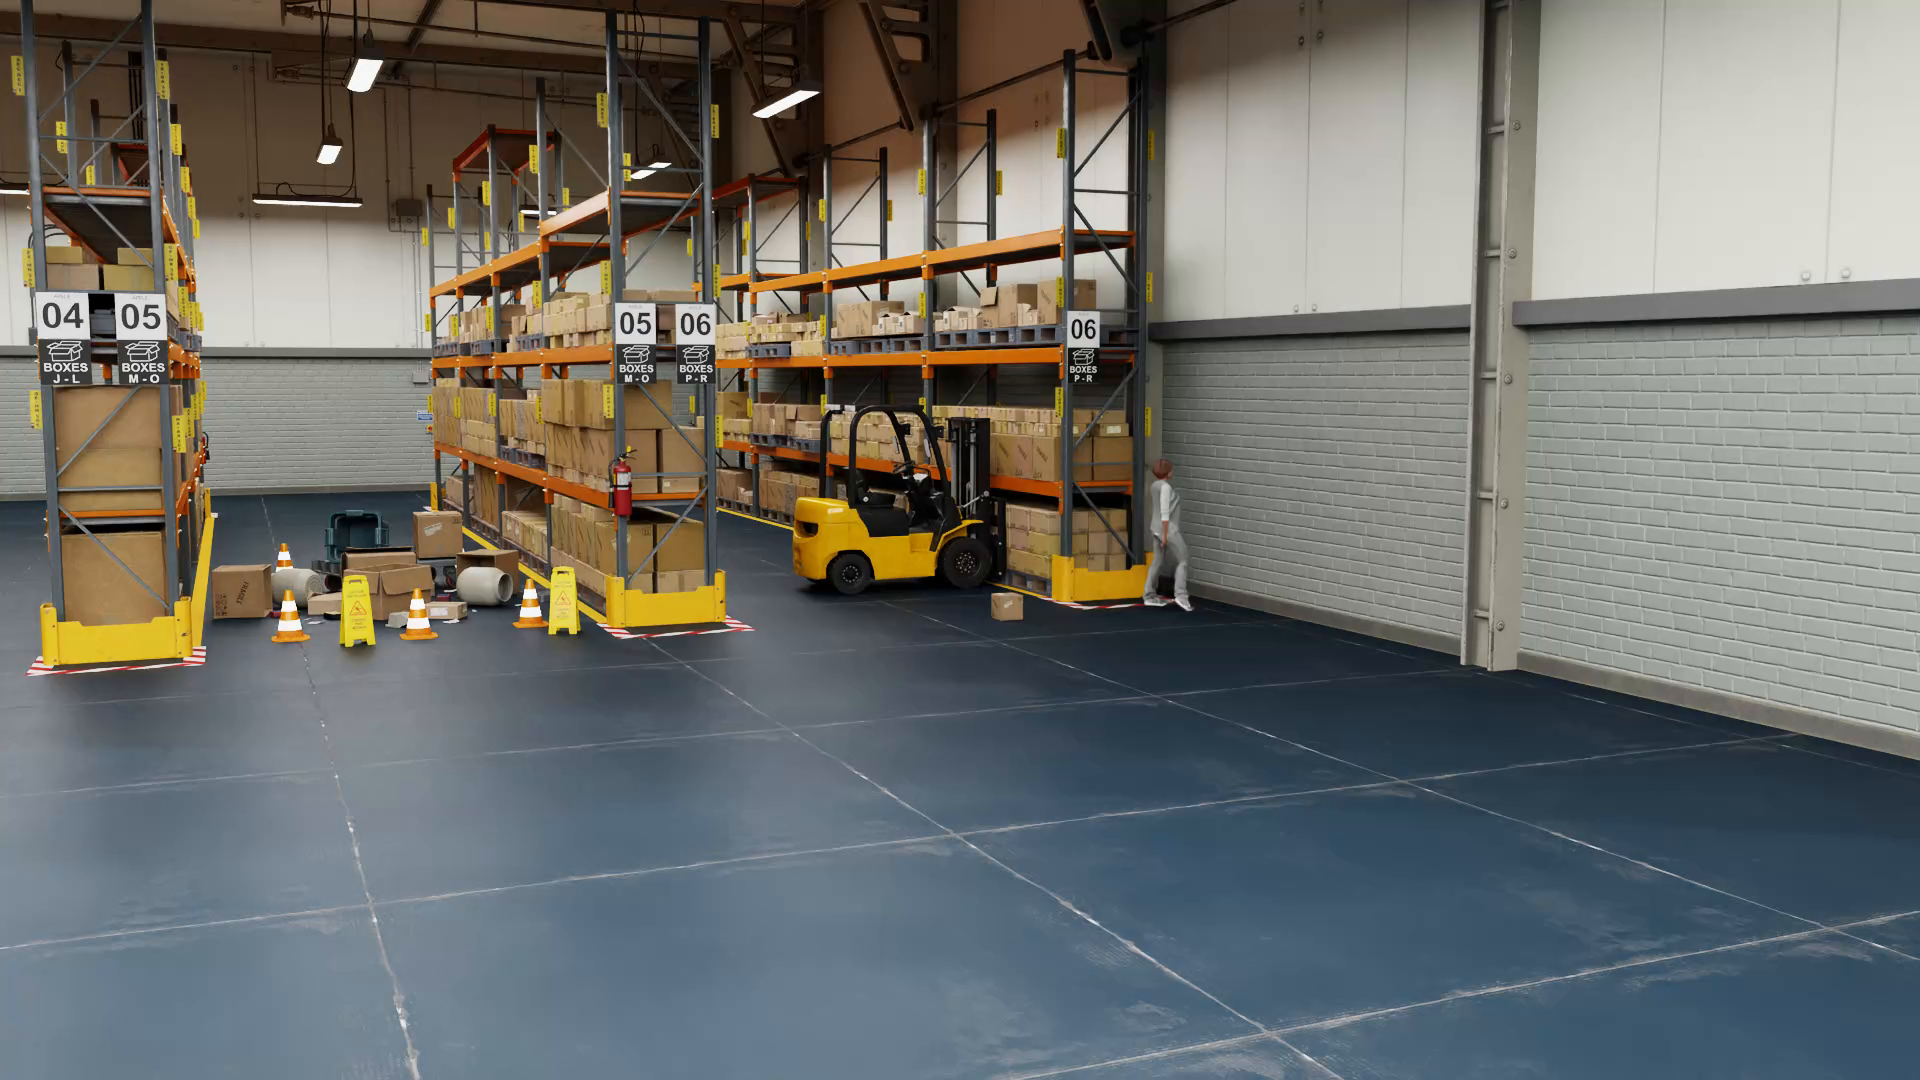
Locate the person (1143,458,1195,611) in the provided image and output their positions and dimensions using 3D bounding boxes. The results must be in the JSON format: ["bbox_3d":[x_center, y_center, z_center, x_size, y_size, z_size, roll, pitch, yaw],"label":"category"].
[{"bbox_3d":[2.211,-0.045,17.737,0.528,1.652,0.430,-2,6,-20],"label":"person"}]
